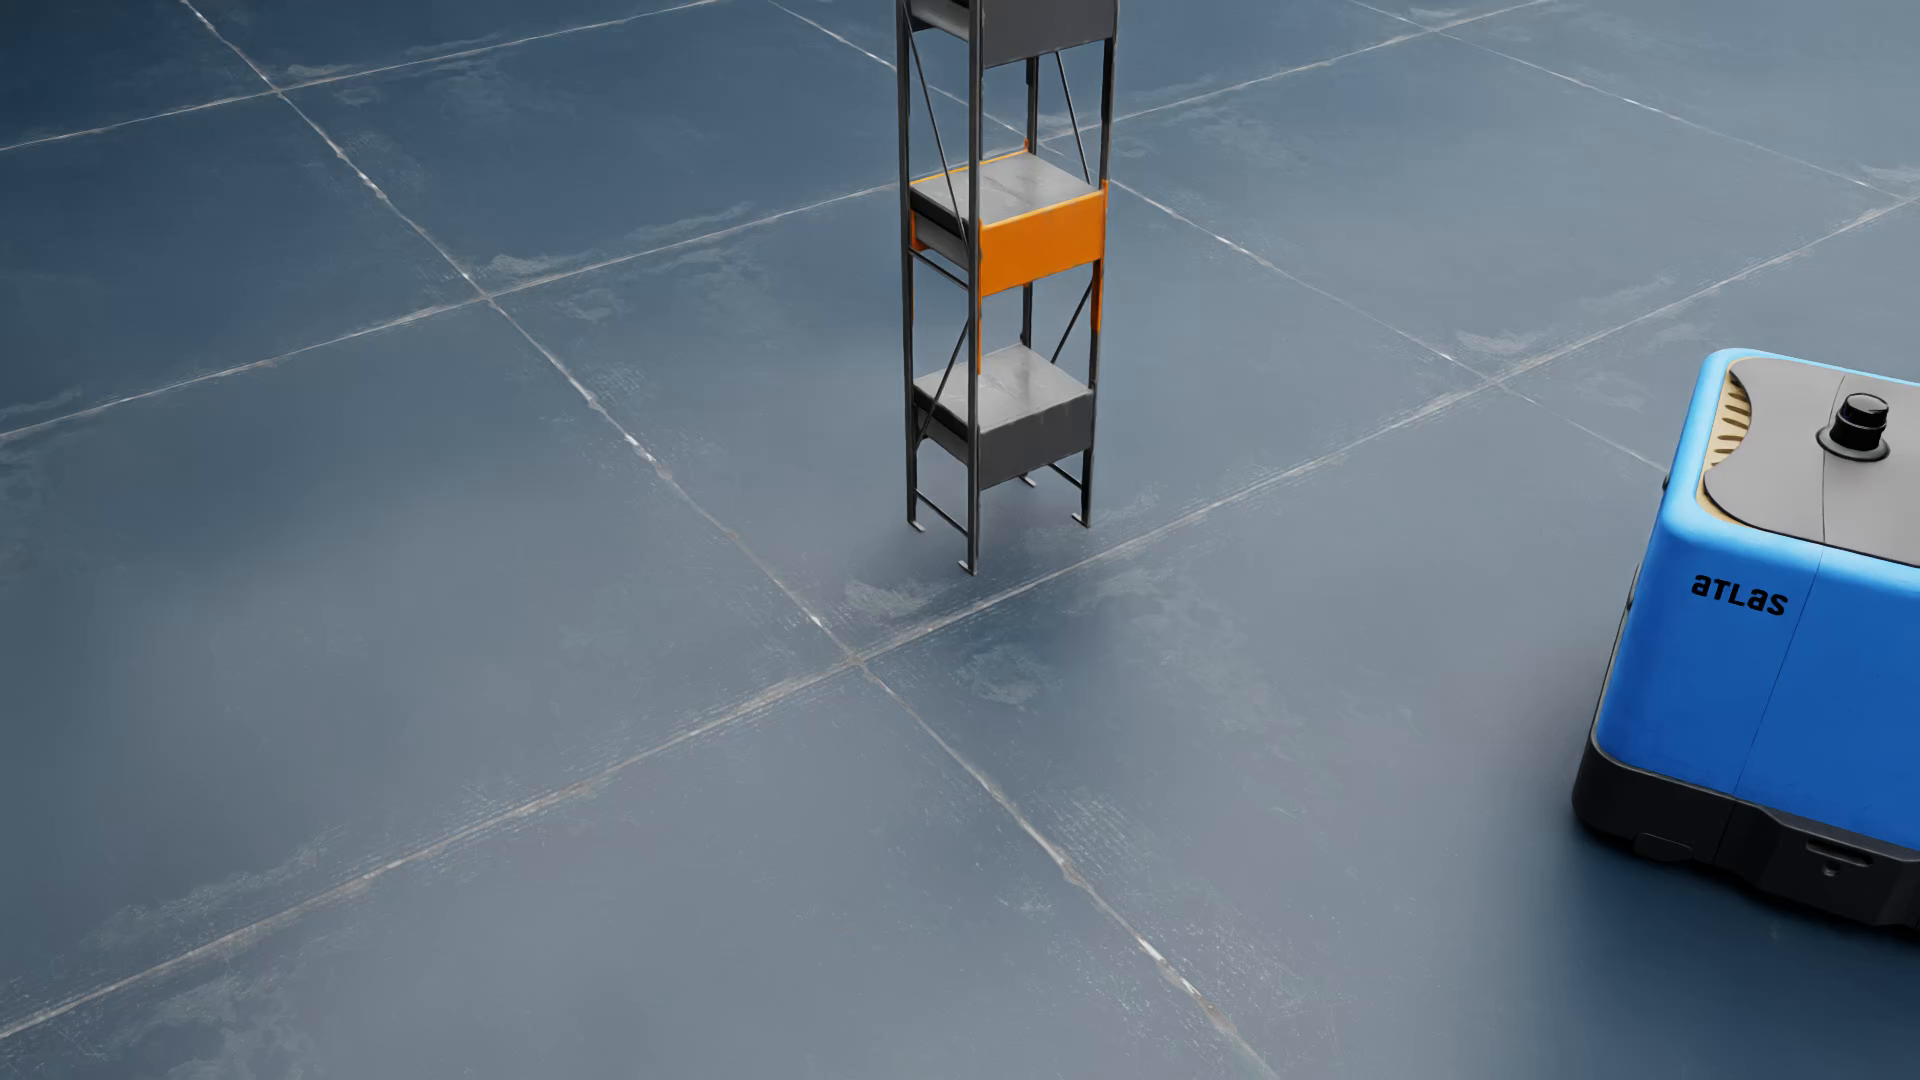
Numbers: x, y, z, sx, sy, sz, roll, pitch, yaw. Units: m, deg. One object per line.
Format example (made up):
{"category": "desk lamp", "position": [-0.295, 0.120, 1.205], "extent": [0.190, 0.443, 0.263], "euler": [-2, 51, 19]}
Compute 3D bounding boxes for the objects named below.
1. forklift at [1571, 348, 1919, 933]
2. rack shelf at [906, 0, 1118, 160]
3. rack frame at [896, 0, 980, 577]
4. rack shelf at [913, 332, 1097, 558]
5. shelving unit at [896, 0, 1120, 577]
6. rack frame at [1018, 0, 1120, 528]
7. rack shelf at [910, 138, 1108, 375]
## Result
{"category": "forklift", "position": [3.249, -0.244, 3.579], "extent": [3.031, 2.935, 1.130], "euler": [16, 39, 21]}
{"category": "rack shelf", "position": [0.135, -1.465, 4.814], "extent": [0.480, 0.518, 0.431], "euler": [-22, 41, -28]}
{"category": "rack frame", "position": [-0.064, -0.826, 5.100], "extent": [0.015, 2.100, 0.400], "euler": [-22, 41, -28]}
{"category": "rack shelf", "position": [0.135, -0.329, 5.631], "extent": [0.480, 0.518, 0.431], "euler": [-22, 41, -28]}
{"category": "shelving unit", "position": [0.135, -0.908, 5.214], "extent": [0.503, 2.100, 0.431], "euler": [-22, 41, -28]}
{"category": "rack frame", "position": [0.335, -0.990, 5.328], "extent": [0.015, 2.100, 0.400], "euler": [-22, 41, -28]}
{"category": "rack shelf", "position": [0.135, -0.897, 5.222], "extent": [0.480, 0.518, 0.431], "euler": [-22, 41, -28]}
